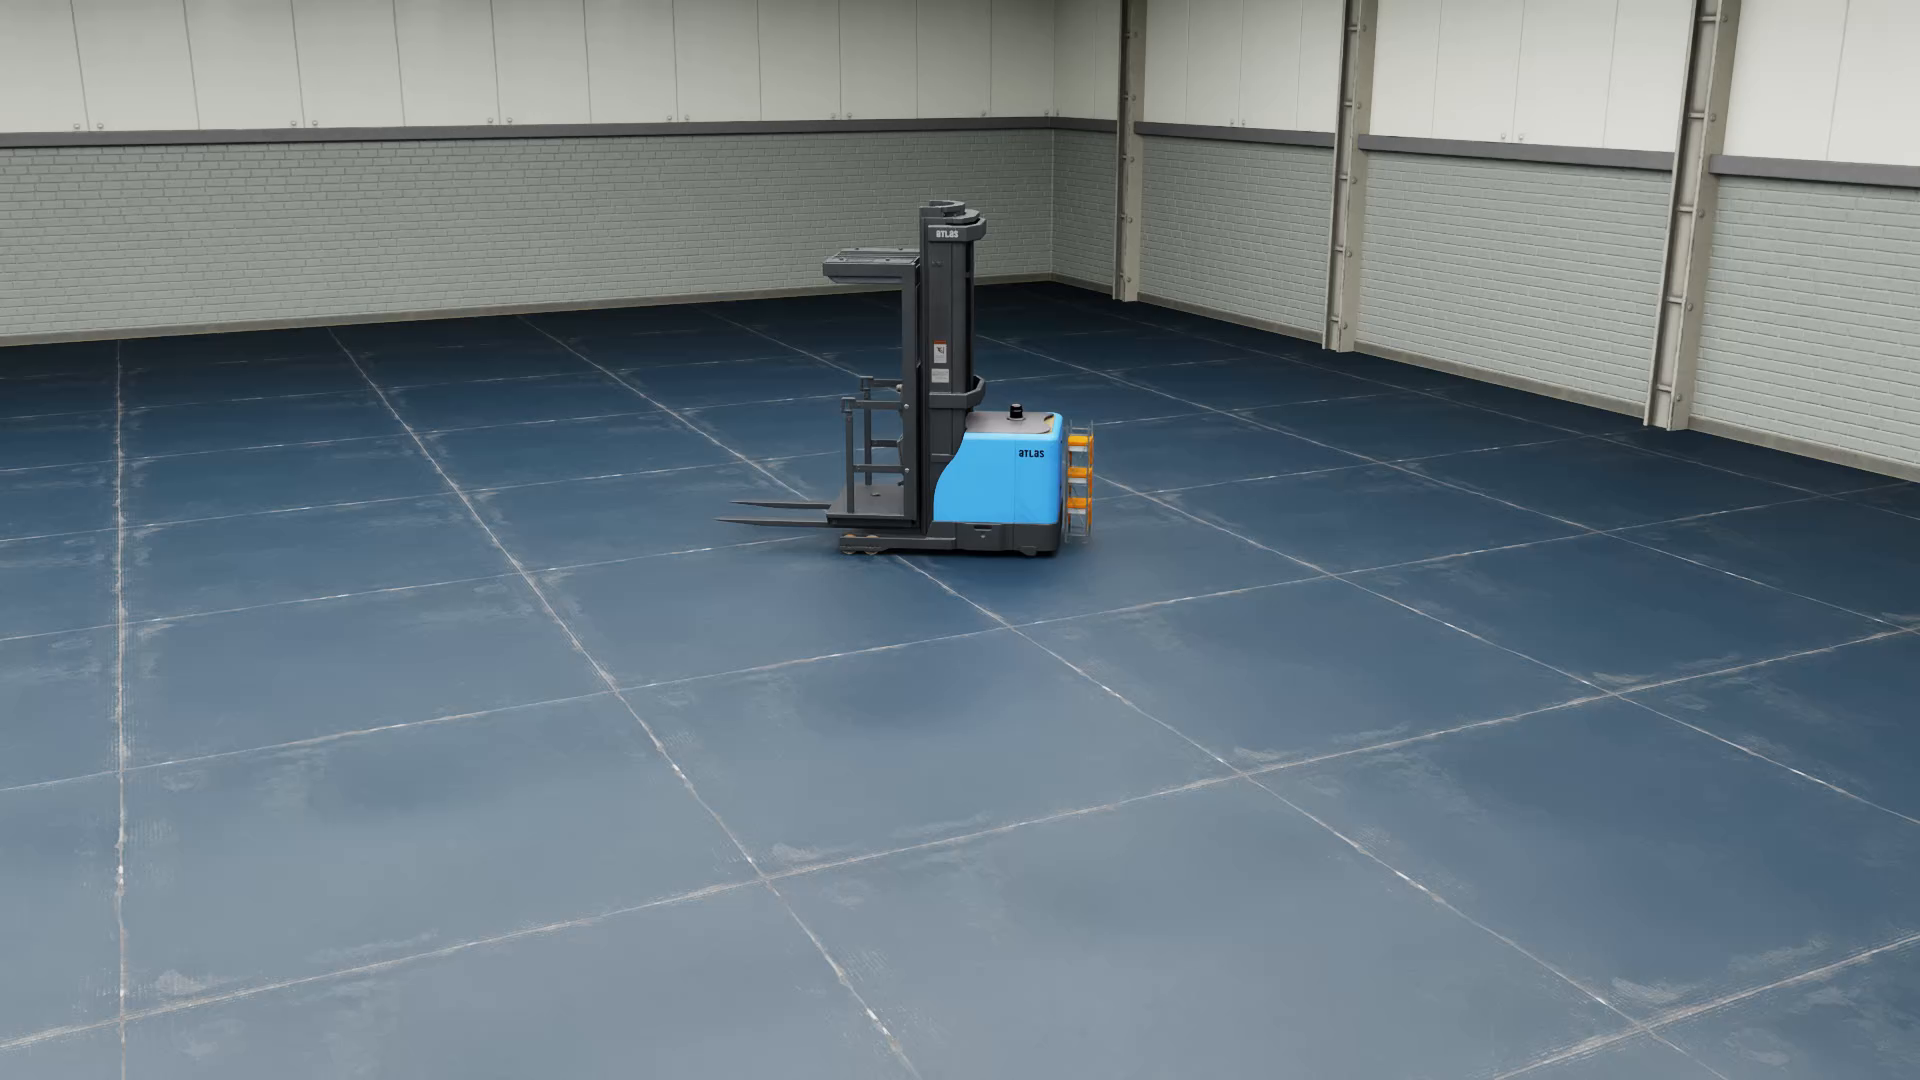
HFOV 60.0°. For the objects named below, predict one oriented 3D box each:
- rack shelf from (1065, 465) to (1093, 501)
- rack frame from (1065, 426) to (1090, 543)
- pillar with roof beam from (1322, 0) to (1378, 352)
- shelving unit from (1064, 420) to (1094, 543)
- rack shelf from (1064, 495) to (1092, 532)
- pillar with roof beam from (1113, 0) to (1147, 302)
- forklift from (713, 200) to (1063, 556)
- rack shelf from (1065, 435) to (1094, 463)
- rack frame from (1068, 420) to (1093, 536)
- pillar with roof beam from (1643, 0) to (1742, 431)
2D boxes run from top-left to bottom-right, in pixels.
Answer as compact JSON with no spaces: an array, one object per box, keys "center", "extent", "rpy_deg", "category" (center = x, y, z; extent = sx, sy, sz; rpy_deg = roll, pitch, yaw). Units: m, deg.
[{"center":[1.046,-0.503,14.638],"extent":[0.215,0.259,0.240],"rpy_deg":[3,16,11],"category":"rack shelf"},{"center":[1.022,-0.480,14.520],"extent":[0.200,1.050,0.008],"rpy_deg":[3,16,11],"category":"rack frame"},{"center":[1.718,-6.613,21.483],"extent":[9.100,9.000,0.400],"rpy_deg":[-8,18,-25],"category":"pillar with roof beam"},{"center":[1.046,-0.513,14.635],"extent":[0.215,1.050,0.252],"rpy_deg":[3,16,11],"category":"shelving unit"},{"center":[1.046,-0.236,14.714],"extent":[0.215,0.259,0.240],"rpy_deg":[3,16,11],"category":"rack shelf"},{"center":[-0.911,-8.101,26.667],"extent":[9.100,9.000,0.400],"rpy_deg":[-8,18,-25],"category":"pillar with roof beam"},{"center":[-0.624,-1.426,14.408],"extent":[3.031,2.935,1.130],"rpy_deg":[2,16,6],"category":"forklift"},{"center":[1.046,-0.776,14.560],"extent":[0.215,0.259,0.240],"rpy_deg":[3,16,11],"category":"rack shelf"},{"center":[1.070,-0.546,14.750],"extent":[0.200,1.050,0.008],"rpy_deg":[3,16,11],"category":"rack frame"},{"center":[4.346,-5.126,16.298],"extent":[9.100,9.000,0.400],"rpy_deg":[-8,18,-25],"category":"pillar with roof beam"}]
